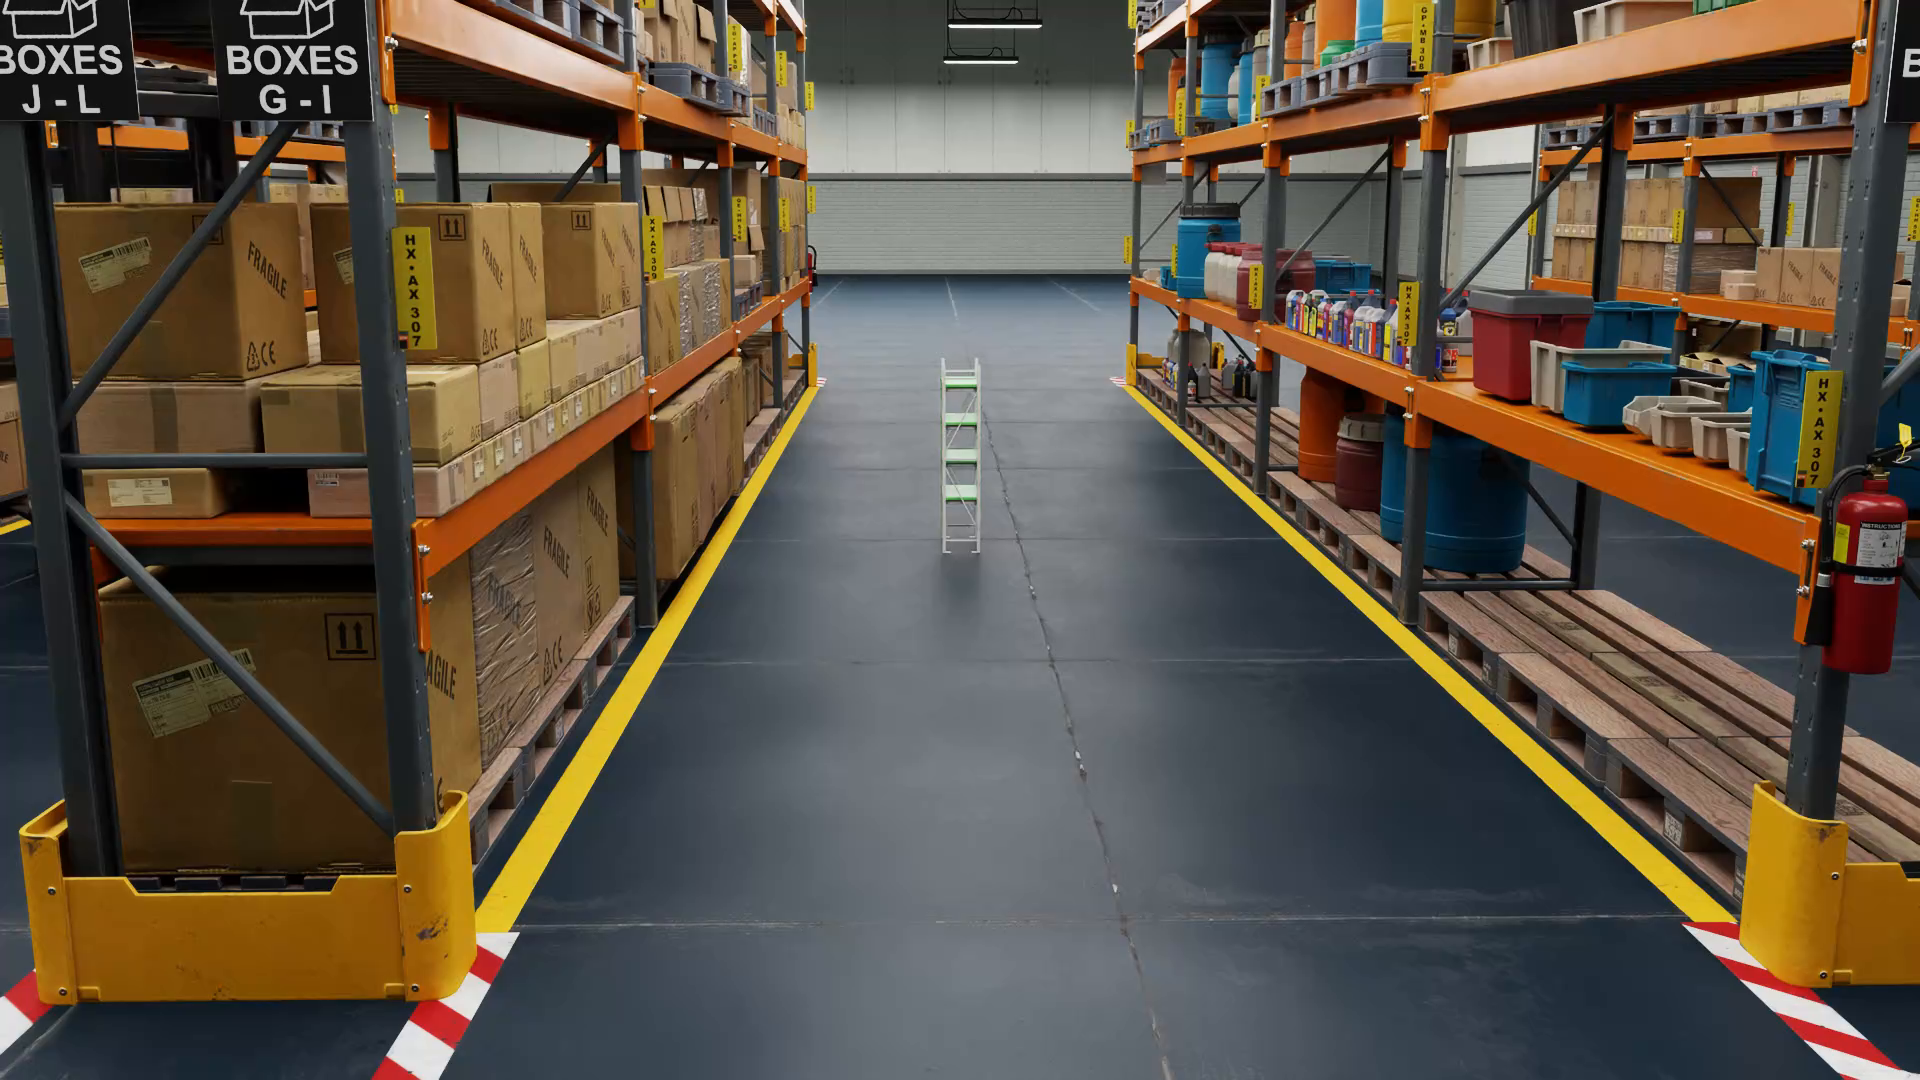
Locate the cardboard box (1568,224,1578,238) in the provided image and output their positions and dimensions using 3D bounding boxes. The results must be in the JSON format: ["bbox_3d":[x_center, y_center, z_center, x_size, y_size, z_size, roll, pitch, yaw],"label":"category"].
[{"bbox_3d":[7.359,-3.617,19.461,0.380,0.149,0.250,0,11,-1],"label":"cardboard box"}]

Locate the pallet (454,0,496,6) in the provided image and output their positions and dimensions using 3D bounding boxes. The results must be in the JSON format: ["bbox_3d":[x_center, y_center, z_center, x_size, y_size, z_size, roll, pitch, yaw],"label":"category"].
[{"bbox_3d":[-2.046,-1.785,4.991,1.003,0.211,1.213,0,11,-1],"label":"pallet"}]

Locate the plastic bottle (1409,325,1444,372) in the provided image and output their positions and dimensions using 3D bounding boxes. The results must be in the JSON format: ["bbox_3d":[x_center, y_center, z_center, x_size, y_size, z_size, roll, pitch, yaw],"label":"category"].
[{"bbox_3d":[2.518,-1.042,8.965,0.152,0.276,0.135,0,11,-1],"label":"plastic bottle"}]

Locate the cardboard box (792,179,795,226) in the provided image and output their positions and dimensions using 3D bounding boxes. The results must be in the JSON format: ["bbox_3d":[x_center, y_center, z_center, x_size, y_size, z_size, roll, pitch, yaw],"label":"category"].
[{"bbox_3d":[-2.066,-3.670,18.088,0.500,0.500,0.500,0,11,-1],"label":"cardboard box"}]

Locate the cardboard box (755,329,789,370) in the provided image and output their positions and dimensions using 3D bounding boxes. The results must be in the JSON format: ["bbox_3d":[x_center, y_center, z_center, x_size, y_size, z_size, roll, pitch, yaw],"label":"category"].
[{"bbox_3d":[-2.354,-2.248,19.825,0.500,0.500,0.500,2,12,9],"label":"cardboard box"}]

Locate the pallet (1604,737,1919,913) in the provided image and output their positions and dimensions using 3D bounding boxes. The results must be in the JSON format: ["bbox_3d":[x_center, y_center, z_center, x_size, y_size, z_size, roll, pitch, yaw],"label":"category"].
[{"bbox_3d":[2.954,0.971,5.740,1.003,0.211,1.213,0,11,-1],"label":"pallet"}]

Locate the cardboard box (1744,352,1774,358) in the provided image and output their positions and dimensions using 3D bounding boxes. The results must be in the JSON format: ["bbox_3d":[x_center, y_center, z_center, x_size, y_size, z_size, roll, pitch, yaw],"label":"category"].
[{"bbox_3d":[7.931,-1.690,16.293,0.500,0.311,0.500,0,11,-1],"label":"cardboard box"}]

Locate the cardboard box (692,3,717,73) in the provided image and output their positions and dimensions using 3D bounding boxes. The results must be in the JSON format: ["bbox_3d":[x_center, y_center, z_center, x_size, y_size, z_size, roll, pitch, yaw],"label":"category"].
[{"bbox_3d":[-2.101,-3.407,11.446,0.797,0.503,0.637,0,11,2],"label":"cardboard box"}]

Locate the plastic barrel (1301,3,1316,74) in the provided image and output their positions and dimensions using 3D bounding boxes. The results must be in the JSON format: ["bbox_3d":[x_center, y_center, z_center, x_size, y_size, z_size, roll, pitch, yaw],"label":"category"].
[{"bbox_3d":[2.967,-3.701,12.953,0.600,0.901,0.600,0,11,0],"label":"plastic barrel"}]

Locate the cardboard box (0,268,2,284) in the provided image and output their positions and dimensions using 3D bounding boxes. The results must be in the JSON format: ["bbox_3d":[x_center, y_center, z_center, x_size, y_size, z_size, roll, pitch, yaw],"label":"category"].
[{"bbox_3d":[-6.661,-1.778,11.105,0.380,0.149,0.250,0,11,-1],"label":"cardboard box"}]

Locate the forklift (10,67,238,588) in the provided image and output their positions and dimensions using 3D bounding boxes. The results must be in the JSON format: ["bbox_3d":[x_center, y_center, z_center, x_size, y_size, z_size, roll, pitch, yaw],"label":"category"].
[{"bbox_3d":[-4.967,-1.275,9.974,3.031,2.935,1.130,11,16,43],"label":"forklift"}]

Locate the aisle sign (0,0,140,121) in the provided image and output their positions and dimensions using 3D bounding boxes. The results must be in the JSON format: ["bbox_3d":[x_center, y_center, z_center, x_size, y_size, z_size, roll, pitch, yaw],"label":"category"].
[{"bbox_3d":[-2.318,-1.469,4.219,0.394,0.787,0.004,0,11,-1],"label":"aisle sign"}]

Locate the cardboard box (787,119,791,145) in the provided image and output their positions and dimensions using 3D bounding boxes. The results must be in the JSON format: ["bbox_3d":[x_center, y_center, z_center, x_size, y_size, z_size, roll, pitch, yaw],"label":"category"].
[{"bbox_3d":[-2.037,-4.287,17.480,0.500,0.250,0.500,-1,11,-3],"label":"cardboard box"}]

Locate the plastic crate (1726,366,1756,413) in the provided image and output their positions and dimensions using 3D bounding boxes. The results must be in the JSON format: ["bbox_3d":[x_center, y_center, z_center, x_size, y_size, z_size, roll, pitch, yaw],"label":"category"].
[{"bbox_3d":[3.223,-0.550,6.497,0.416,0.233,0.300,0,11,-1],"label":"plastic crate"}]

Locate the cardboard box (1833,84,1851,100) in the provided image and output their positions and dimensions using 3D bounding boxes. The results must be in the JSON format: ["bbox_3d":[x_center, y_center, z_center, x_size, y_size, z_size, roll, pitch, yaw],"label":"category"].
[{"bbox_3d":[7.624,-3.751,13.781,0.500,0.250,0.500,0,11,-2],"label":"cardboard box"}]

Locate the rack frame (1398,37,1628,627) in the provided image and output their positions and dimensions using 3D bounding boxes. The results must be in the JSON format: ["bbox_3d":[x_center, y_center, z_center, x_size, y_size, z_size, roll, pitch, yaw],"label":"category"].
[{"bbox_3d":[2.849,-1.026,8.573,1.000,3.000,0.127,0,11,-1],"label":"rack frame"}]

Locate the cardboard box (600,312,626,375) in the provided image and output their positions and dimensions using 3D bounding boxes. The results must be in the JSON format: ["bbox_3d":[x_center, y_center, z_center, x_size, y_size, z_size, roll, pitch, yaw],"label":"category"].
[{"bbox_3d":[-1.818,-0.889,7.524,0.500,0.250,0.500,0,11,1],"label":"cardboard box"}]

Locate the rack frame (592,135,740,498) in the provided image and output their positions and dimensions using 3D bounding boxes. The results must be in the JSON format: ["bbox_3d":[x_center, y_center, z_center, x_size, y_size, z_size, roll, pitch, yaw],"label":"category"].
[{"bbox_3d":[-2.185,-1.801,12.392,1.000,3.000,0.127,0,11,-1],"label":"rack frame"}]

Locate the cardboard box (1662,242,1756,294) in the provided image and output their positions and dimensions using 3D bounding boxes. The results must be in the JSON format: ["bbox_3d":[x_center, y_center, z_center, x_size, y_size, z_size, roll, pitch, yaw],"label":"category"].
[{"bbox_3d":[7.621,-2.773,16.933,0.700,0.500,0.500,-1,11,-3],"label":"cardboard box"}]

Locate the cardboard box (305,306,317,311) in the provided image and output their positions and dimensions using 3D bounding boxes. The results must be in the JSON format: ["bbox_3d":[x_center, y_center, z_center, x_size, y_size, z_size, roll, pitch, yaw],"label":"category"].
[{"bbox_3d":[-7.194,-2.065,17.980,0.875,0.875,0.875,0,11,-1],"label":"cardboard box"}]

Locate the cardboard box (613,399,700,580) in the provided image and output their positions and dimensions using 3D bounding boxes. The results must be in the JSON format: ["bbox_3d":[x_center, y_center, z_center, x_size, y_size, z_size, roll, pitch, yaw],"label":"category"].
[{"bbox_3d":[-2.136,-0.298,9.269,1.225,0.875,0.875,0,11,-1],"label":"cardboard box"}]

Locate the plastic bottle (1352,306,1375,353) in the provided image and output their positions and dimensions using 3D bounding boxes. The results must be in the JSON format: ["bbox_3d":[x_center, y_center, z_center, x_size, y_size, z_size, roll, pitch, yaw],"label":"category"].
[{"bbox_3d":[2.493,-1.288,10.176,0.152,0.276,0.135,0,11,-1],"label":"plastic bottle"}]

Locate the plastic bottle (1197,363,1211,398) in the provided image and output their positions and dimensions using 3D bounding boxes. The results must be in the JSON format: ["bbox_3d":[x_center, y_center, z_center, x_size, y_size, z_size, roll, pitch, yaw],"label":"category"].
[{"bbox_3d":[2.527,-1.661,17.260,0.144,0.351,0.185,0,11,-1],"label":"plastic bottle"}]

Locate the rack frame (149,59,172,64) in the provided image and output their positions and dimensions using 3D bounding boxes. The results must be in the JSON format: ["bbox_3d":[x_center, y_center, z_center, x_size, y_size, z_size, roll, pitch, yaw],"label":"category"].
[{"bbox_3d":[-7.229,-5.536,15.714,1.000,3.000,0.127,0,11,-1],"label":"rack frame"}]

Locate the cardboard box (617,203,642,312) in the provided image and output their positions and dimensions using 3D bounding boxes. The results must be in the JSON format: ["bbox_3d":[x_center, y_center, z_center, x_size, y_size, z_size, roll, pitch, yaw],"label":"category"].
[{"bbox_3d":[-1.826,-1.355,7.939,0.500,0.500,0.500,0,11,0],"label":"cardboard box"}]

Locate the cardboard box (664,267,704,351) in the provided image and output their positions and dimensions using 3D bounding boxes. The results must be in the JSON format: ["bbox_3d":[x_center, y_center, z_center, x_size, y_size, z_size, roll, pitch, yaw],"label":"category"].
[{"bbox_3d":[-1.899,-1.449,10.408,0.500,0.500,0.500,0,11,0],"label":"cardboard box"}]

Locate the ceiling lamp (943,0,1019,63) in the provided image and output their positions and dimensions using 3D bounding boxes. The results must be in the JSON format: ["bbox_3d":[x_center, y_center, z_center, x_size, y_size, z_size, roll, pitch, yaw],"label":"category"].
[{"bbox_3d":[0.548,-14.262,44.046,2.000,3.185,0.800,0,11,-1],"label":"ceiling lamp"}]

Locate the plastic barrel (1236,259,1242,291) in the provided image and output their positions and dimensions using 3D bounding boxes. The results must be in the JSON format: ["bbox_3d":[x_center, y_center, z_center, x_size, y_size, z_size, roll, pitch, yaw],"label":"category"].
[{"bbox_3d":[2.523,-2.164,13.898,0.421,0.512,0.421,0,11,0],"label":"plastic barrel"}]

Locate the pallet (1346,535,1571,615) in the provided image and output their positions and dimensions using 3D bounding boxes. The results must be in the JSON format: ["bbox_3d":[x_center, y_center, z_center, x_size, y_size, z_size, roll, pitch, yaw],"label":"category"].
[{"bbox_3d":[2.875,0.187,9.607,1.003,0.211,1.213,0,11,-1],"label":"pallet"}]

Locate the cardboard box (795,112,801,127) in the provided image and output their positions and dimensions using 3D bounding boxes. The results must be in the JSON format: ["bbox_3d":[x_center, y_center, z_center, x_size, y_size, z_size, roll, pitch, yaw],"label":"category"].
[{"bbox_3d":[-2.000,-4.773,18.873,0.380,0.149,0.250,0,11,-1],"label":"cardboard box"}]

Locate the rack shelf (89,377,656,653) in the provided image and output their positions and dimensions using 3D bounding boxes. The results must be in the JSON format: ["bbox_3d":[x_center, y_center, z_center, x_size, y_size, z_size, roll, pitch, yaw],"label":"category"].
[{"bbox_3d":[-2.061,-0.256,6.585,1.077,0.370,4.000,0,11,-1],"label":"rack shelf"}]

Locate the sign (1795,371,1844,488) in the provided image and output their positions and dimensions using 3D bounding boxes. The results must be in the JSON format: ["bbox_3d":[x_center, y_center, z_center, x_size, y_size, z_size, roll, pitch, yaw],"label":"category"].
[{"bbox_3d":[2.382,-0.306,4.611,0.100,0.325,0.005,0,11,-1],"label":"sign"}]

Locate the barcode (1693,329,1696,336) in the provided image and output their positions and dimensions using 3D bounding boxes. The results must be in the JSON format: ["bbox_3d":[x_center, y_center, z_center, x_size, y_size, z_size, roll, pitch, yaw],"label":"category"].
[{"bbox_3d":[7.225,-2.045,16.359,0.001,0.075,0.075,0,11,-1],"label":"barcode"}]

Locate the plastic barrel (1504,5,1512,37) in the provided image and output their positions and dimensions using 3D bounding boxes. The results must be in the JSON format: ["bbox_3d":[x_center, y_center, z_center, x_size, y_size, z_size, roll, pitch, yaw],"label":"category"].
[{"bbox_3d":[3.089,-2.874,8.740,0.433,0.535,0.433,0,11,0],"label":"plastic barrel"}]

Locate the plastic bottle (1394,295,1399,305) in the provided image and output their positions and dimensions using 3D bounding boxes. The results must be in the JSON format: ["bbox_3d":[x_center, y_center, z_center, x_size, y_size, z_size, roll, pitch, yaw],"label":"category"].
[{"bbox_3d":[3.202,-1.686,12.116,0.061,0.283,0.133,0,11,-1],"label":"plastic bottle"}]

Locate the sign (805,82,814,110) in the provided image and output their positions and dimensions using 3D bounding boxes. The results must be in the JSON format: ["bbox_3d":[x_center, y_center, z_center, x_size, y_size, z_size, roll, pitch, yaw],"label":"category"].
[{"bbox_3d":[-1.795,-5.294,19.836,0.100,0.325,0.005,0,11,-1],"label":"sign"}]

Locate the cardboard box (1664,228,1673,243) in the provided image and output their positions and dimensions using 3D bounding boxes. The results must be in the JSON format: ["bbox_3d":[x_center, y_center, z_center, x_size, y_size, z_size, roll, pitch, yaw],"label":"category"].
[{"bbox_3d":[7.414,-3.105,16.938,0.380,0.149,0.250,0,11,-2],"label":"cardboard box"}]

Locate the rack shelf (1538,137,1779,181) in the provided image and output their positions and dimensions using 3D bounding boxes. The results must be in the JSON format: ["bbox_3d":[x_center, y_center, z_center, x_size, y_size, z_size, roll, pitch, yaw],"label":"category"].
[{"bbox_3d":[7.595,-4.151,18.241,1.077,0.370,4.000,0,11,-1],"label":"rack shelf"}]

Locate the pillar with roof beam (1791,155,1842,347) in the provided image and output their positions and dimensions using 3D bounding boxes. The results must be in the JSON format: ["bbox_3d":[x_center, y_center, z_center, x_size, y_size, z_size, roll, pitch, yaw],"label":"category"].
[{"bbox_3d":[8.958,-7.432,25.059,9.100,9.000,0.400,0,11,-1],"label":"pillar with roof beam"}]

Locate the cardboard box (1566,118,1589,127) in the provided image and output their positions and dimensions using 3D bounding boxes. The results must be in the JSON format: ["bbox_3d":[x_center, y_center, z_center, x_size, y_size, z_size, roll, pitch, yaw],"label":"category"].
[{"bbox_3d":[7.561,-5.112,19.500,0.797,0.503,0.637,1,11,3],"label":"cardboard box"}]

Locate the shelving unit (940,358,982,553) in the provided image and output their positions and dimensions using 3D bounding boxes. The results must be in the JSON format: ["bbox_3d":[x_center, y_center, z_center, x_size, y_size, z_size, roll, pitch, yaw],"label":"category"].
[{"bbox_3d":[0.003,-0.555,10.778,0.258,1.200,0.503,0,11,-1],"label":"shelving unit"}]

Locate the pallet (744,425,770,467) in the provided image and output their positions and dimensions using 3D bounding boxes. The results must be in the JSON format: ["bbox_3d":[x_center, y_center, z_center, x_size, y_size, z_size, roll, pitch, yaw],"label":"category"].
[{"bbox_3d":[-2.222,-0.832,14.628,1.003,0.211,1.213,0,11,-1],"label":"pallet"}]

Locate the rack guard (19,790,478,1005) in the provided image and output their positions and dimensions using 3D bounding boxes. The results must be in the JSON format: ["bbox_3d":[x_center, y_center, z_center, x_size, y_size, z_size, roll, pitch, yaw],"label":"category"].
[{"bbox_3d":[-2.019,1.019,4.779,1.175,0.500,0.348,0,11,-1],"label":"rack guard"}]

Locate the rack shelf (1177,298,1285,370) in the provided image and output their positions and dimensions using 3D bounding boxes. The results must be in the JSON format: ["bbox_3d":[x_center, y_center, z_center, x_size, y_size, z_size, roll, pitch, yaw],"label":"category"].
[{"bbox_3d":[2.725,-1.866,14.524,1.077,0.370,4.000,0,11,-1],"label":"rack shelf"}]

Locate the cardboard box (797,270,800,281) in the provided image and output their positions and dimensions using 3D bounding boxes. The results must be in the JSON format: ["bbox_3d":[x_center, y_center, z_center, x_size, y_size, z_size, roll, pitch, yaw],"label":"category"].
[{"bbox_3d":[-2.077,-3.113,19.492,0.380,0.149,0.250,0,11,-1],"label":"cardboard box"}]

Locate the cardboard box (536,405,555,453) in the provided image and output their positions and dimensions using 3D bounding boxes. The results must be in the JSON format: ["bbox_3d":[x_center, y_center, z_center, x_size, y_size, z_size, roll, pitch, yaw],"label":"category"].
[{"bbox_3d":[-1.726,-0.415,6.193,0.380,0.149,0.250,0,11,-2],"label":"cardboard box"}]

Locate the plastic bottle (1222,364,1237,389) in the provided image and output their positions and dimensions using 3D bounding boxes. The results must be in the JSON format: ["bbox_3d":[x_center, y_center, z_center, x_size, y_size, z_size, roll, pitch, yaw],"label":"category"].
[{"bbox_3d":[2.922,-1.776,18.012,0.152,0.276,0.135,0,11,-1],"label":"plastic bottle"}]

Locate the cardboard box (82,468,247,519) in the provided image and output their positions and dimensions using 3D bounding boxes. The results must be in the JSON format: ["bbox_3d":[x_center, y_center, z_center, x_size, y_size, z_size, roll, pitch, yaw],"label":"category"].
[{"bbox_3d":[-2.356,-0.157,4.921,0.380,0.149,0.250,0,11,0],"label":"cardboard box"}]

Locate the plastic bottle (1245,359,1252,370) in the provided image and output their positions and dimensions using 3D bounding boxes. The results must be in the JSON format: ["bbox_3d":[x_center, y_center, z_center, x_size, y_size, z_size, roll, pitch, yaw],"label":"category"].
[{"bbox_3d":[3.078,-1.734,17.616,0.144,0.351,0.185,-1,11,-4],"label":"plastic bottle"}]

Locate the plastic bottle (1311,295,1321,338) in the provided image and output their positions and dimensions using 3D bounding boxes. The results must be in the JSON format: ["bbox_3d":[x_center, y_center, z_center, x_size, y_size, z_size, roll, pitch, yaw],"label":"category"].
[{"bbox_3d":[2.424,-1.512,11.262,0.061,0.283,0.133,0,11,-1],"label":"plastic bottle"}]

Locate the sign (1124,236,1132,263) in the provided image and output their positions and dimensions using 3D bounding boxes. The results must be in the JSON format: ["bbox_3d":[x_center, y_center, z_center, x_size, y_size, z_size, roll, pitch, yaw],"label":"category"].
[{"bbox_3d":[2.051,-3.546,20.297,0.100,0.325,0.005,0,11,-1],"label":"sign"}]

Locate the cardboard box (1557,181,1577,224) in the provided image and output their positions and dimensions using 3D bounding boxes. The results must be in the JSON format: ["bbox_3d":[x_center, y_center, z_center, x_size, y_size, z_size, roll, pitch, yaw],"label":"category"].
[{"bbox_3d":[7.552,-4.013,19.779,0.700,0.500,0.500,0,11,-1],"label":"cardboard box"}]

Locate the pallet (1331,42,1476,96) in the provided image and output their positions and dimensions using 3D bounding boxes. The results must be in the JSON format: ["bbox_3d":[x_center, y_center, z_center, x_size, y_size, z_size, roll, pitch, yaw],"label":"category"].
[{"bbox_3d":[2.736,-2.559,9.060,1.213,0.211,1.003,0,11,-1],"label":"pallet"}]

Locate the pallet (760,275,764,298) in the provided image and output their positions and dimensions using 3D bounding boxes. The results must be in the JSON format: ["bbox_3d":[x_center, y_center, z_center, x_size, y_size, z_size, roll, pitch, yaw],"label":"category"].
[{"bbox_3d":[-2.397,-2.350,15.579,1.003,0.211,1.213,0,11,-1],"label":"pallet"}]

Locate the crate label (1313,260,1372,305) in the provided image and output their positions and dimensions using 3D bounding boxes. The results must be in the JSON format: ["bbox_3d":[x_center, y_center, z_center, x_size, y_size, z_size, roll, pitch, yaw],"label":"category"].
[{"bbox_3d":[3.017,-2.037,13.468,0.502,0.435,0.616,0,11,-1],"label":"crate label"}]
